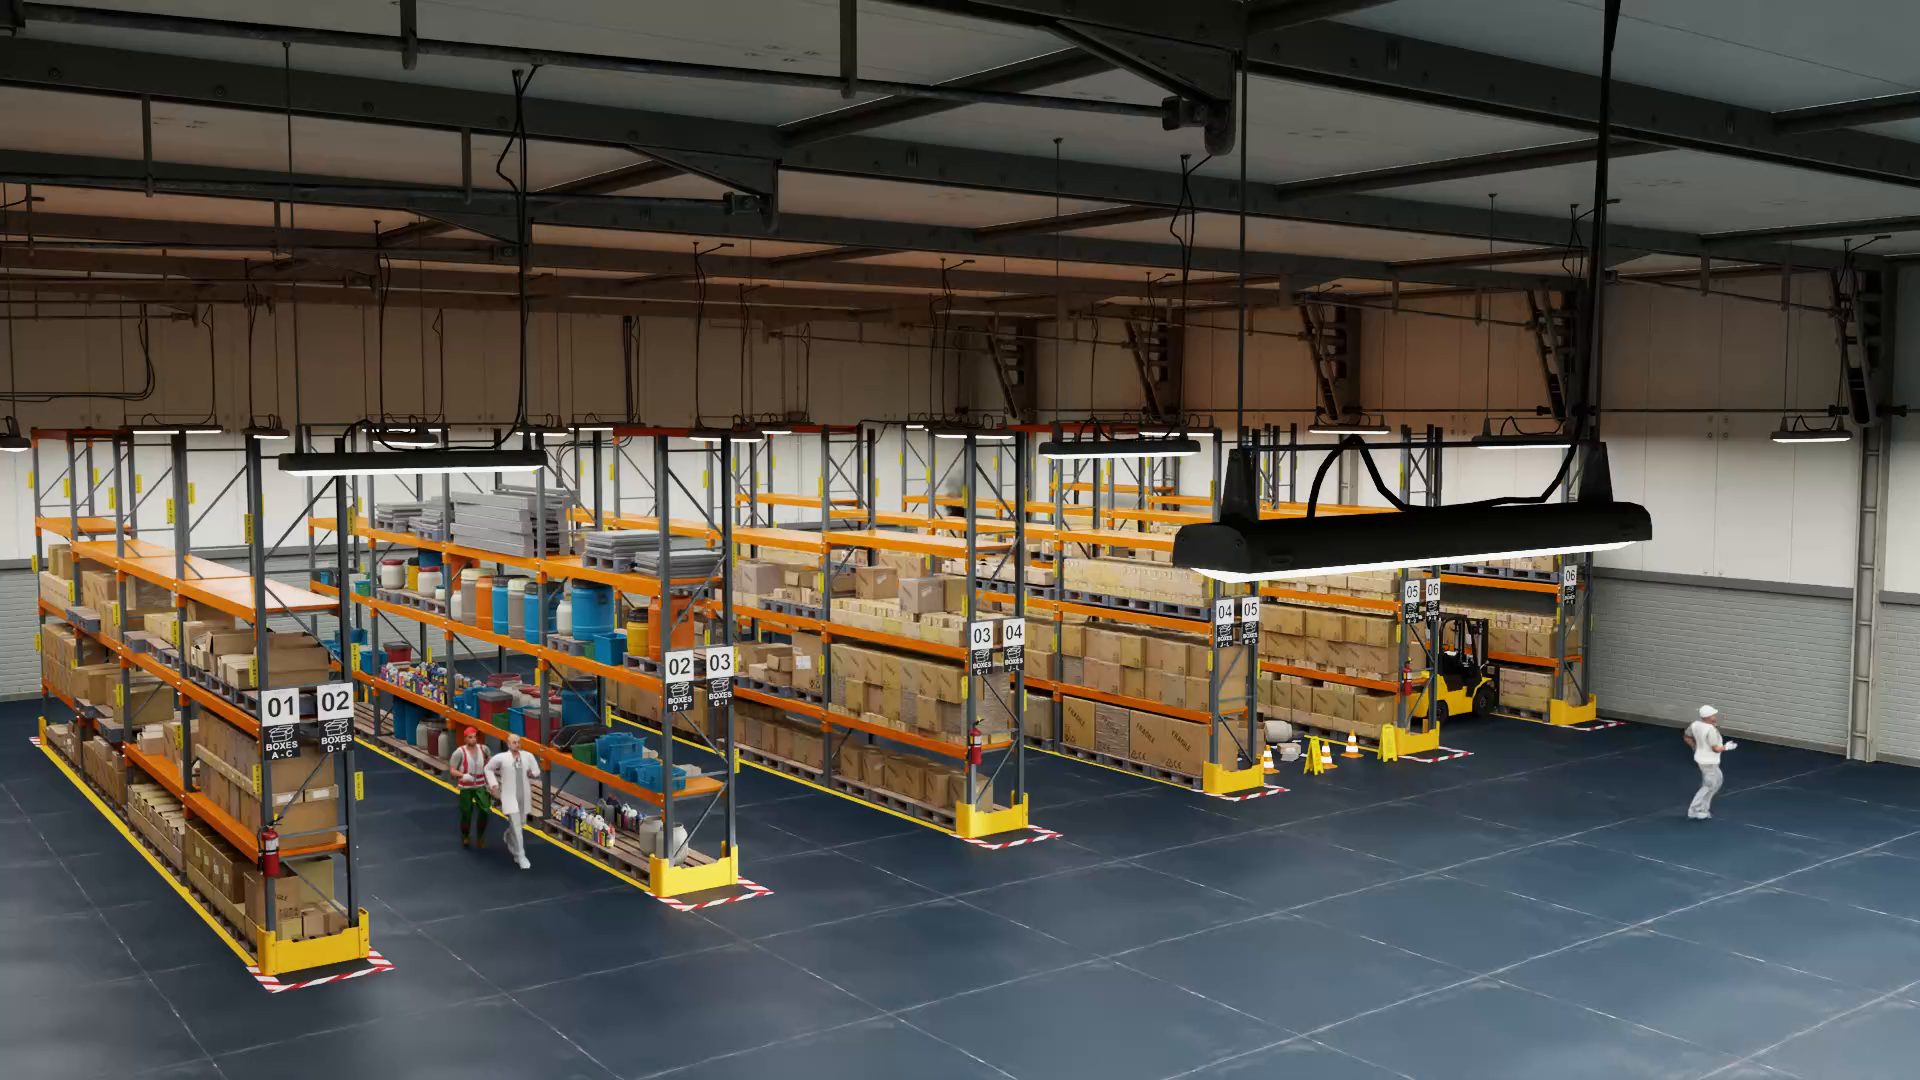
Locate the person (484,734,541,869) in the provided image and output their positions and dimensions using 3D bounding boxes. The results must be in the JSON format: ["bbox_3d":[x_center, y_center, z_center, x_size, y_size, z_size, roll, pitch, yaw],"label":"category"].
[{"bbox_3d":[-6.196,3.592,23.189,0.695,1.781,1.044,-4,6,-40],"label":"person"}]

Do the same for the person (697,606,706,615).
[{"bbox_3d":[-6.325,2.377,40.315,0.624,1.682,0.661,1,5,15],"label":"person"}]

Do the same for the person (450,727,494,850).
[{"bbox_3d":[-6.976,3.580,23.867,0.678,1.821,0.710,-3,5,-34],"label":"person"}]

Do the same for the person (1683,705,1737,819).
[{"bbox_3d":[11.562,3.439,25.609,0.667,1.803,0.657,0,4,4],"label":"person"}]
